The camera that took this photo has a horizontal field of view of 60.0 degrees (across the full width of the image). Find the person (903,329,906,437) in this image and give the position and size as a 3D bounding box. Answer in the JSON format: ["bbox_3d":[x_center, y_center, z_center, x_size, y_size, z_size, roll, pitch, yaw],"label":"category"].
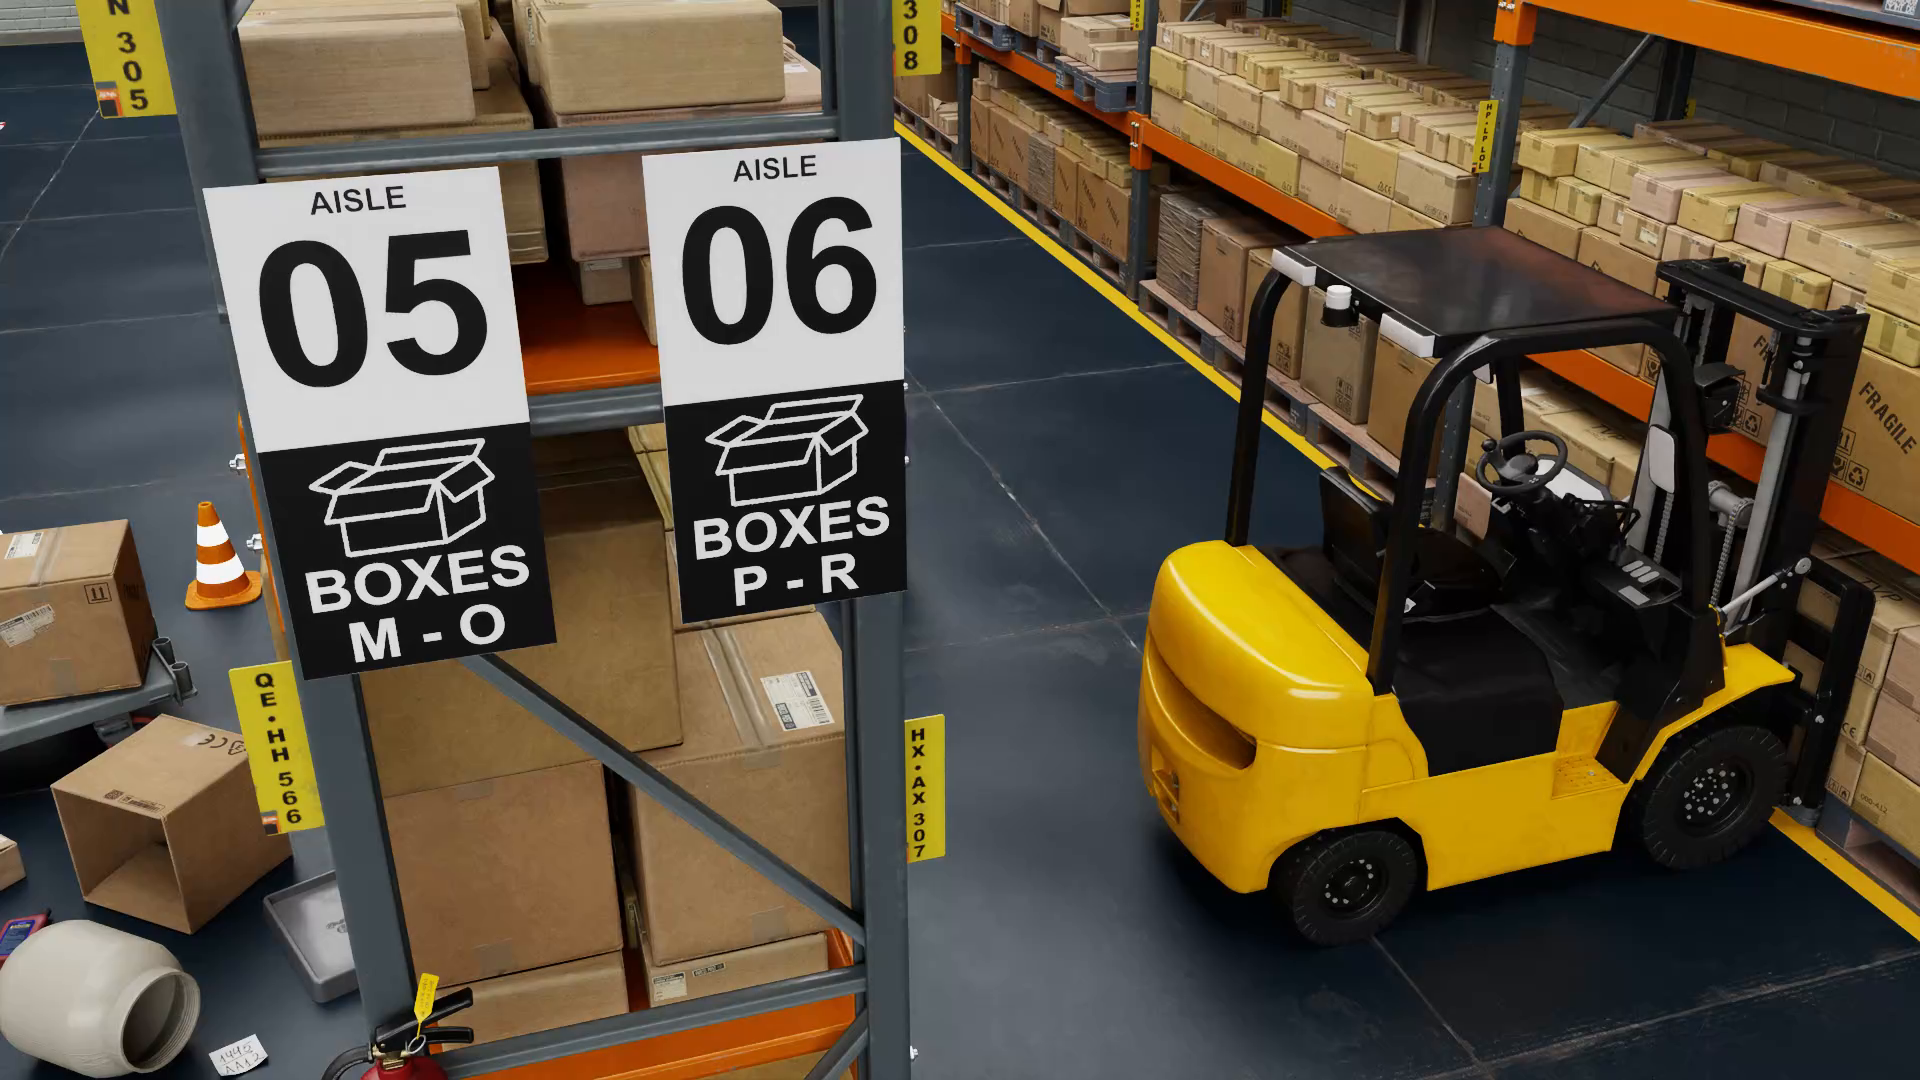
[{"bbox_3d":[-0.503,-0.596,7.852,0.441,1.633,0.493,-8,28,-16],"label":"person"}]
